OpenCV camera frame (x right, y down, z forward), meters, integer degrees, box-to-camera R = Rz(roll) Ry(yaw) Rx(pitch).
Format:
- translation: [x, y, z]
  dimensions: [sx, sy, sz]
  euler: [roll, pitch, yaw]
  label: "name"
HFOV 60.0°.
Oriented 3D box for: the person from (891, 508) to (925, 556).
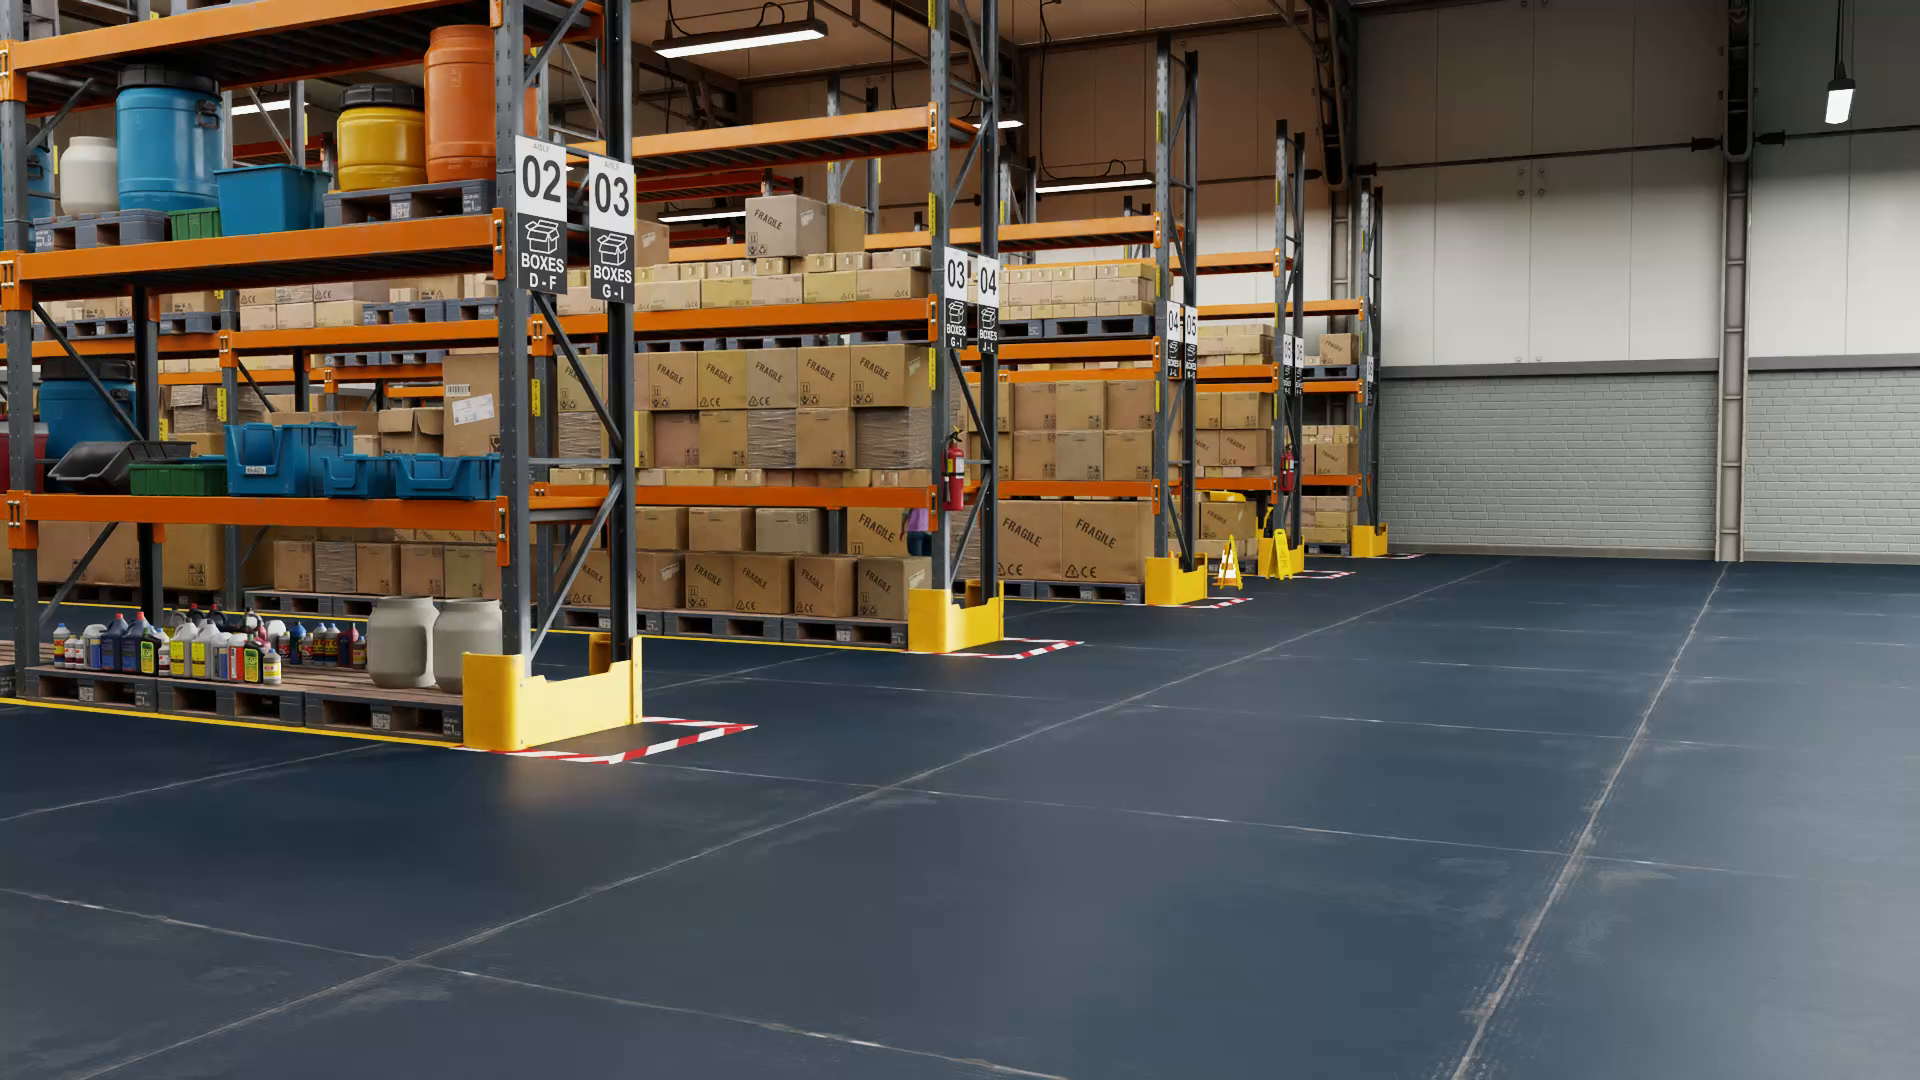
- translation: [-0.571, -0.114, 17.794]
  dimensions: [0.387, 1.634, 0.452]
  euler: [2, 3, 37]
  label: "person"
